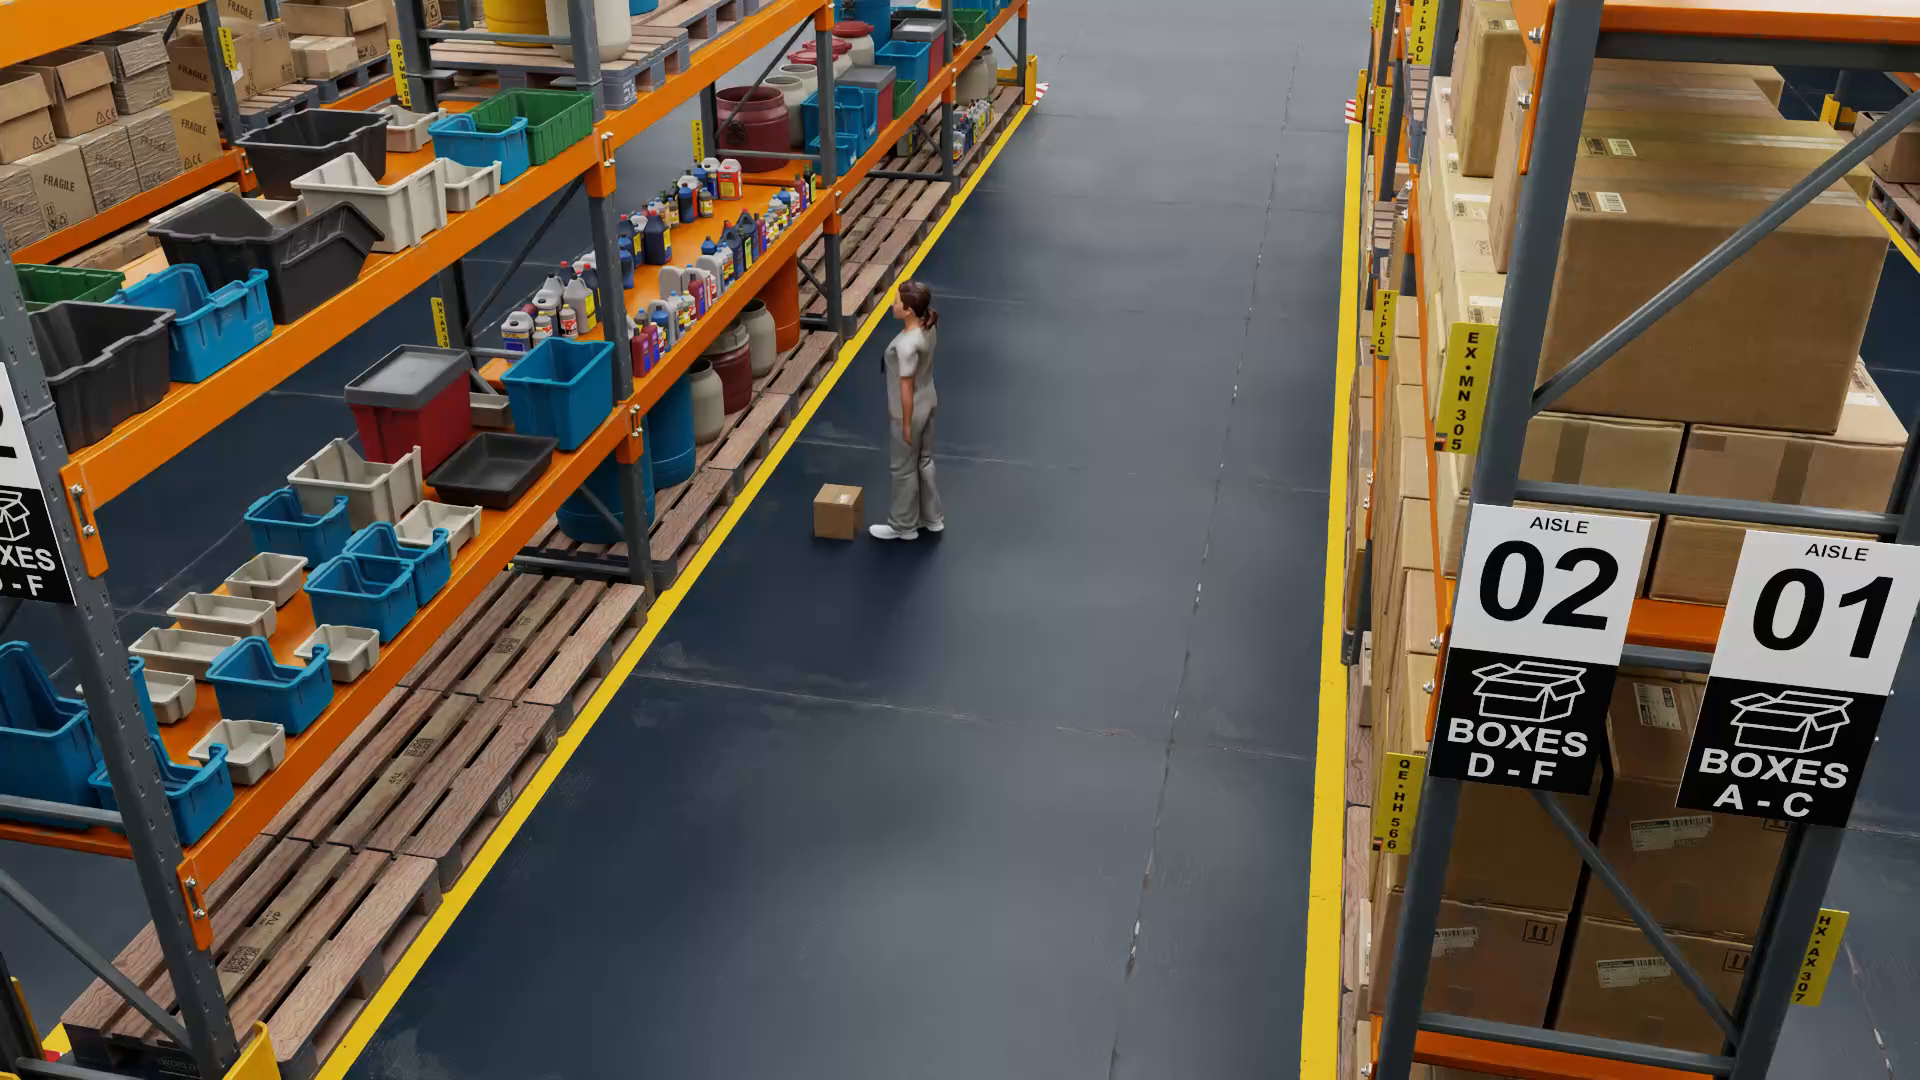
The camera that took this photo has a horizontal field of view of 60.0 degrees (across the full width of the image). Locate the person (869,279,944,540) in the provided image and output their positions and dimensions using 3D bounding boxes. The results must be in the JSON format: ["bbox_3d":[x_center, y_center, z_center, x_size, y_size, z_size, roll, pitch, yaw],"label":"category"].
[{"bbox_3d":[-0.319,-0.778,9.991,0.449,1.683,0.509,10,30,17],"label":"person"}]
